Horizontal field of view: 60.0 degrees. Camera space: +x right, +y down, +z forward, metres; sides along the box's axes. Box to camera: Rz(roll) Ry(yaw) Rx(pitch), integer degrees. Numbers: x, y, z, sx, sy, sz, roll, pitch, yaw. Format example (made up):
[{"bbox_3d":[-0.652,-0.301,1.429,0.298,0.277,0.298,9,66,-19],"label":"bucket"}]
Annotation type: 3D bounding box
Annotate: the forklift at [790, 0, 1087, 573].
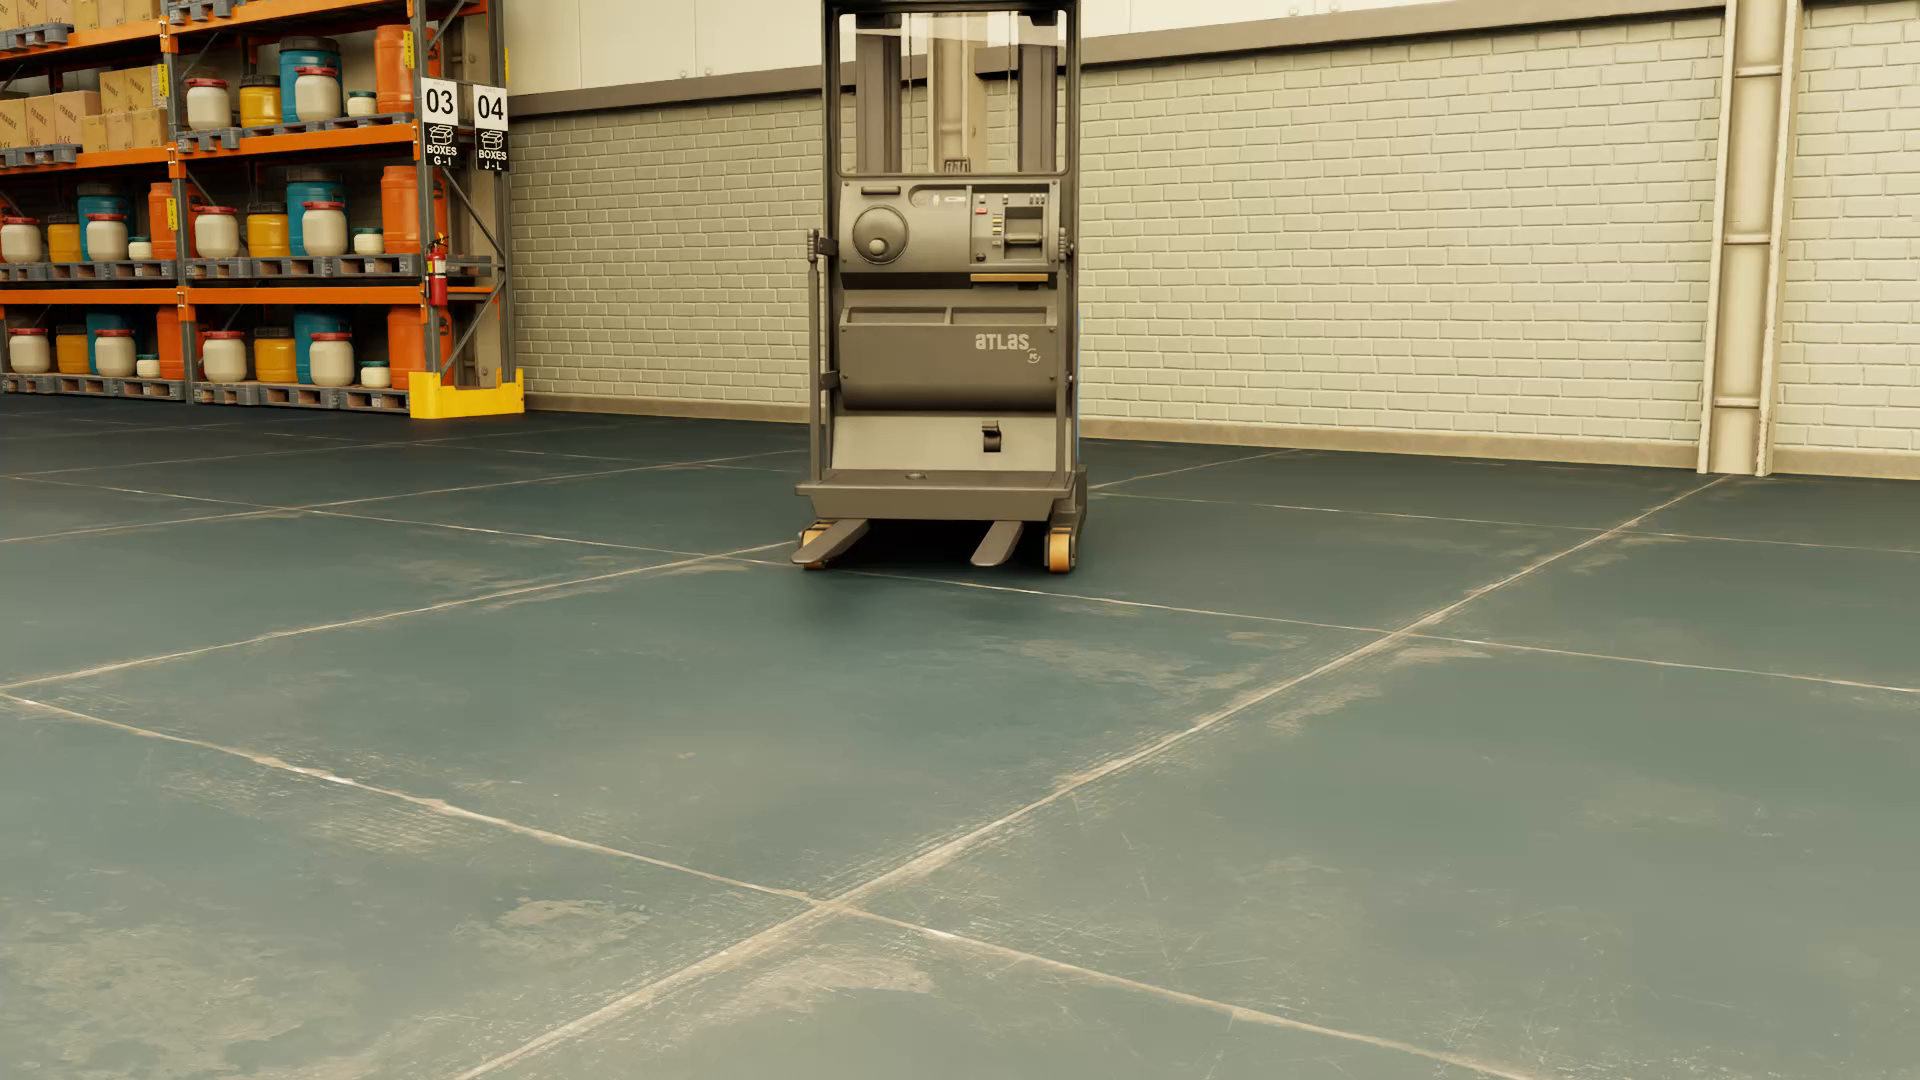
[{"bbox_3d":[-0.064,-1.366,6.796,1.130,2.935,3.031,1,8,6],"label":"forklift"}]
